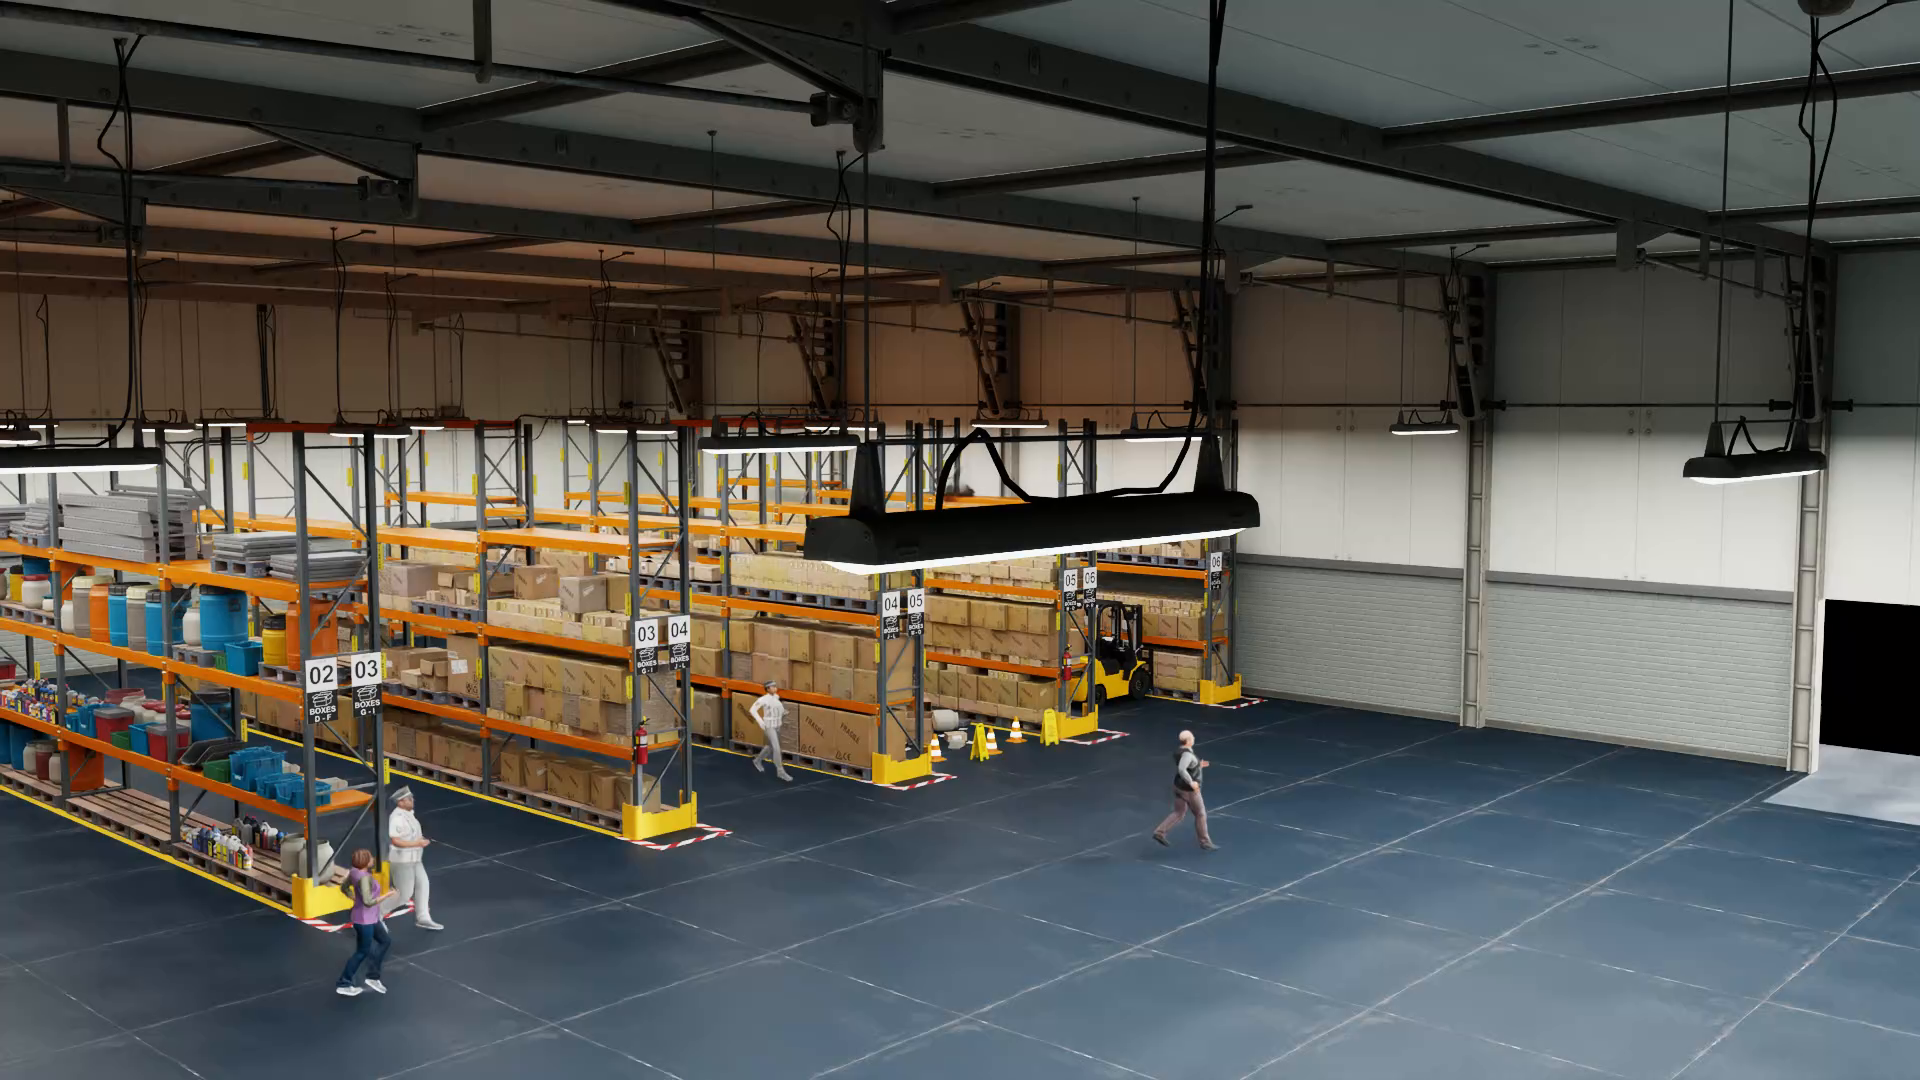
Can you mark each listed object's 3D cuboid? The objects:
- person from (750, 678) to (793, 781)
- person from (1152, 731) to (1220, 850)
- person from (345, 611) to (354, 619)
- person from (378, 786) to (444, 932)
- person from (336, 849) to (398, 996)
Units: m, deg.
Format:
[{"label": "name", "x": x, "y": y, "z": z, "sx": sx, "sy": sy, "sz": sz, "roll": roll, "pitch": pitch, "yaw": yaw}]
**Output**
[{"label": "person", "x": -3.175, "y": 3.168, "z": 28.083, "sx": 0.916, "sy": 1.689, "sz": 0.607, "roll": 3, "pitch": 5, "yaw": 31}, {"label": "person", "x": 3.200, "y": 3.532, "z": 23.430, "sx": 0.967, "sy": 1.711, "sz": 0.654, "roll": -1, "pitch": 5, "yaw": -17}, {"label": "person", "x": -14.100, "y": 2.387, "z": 38.231, "sx": 0.689, "sy": 1.649, "sz": 0.529, "roll": 1, "pitch": 5, "yaw": 13}, {"label": "person", "x": -6.643, "y": 3.819, "z": 19.838, "sx": 0.877, "sy": 1.801, "sz": 0.684, "roll": -1, "pitch": 5, "yaw": -14}, {"label": "person", "x": -6.328, "y": 4.081, "z": 17.733, "sx": 0.661, "sy": 1.624, "sz": 0.514, "roll": -2, "pitch": 5, "yaw": -22}]
